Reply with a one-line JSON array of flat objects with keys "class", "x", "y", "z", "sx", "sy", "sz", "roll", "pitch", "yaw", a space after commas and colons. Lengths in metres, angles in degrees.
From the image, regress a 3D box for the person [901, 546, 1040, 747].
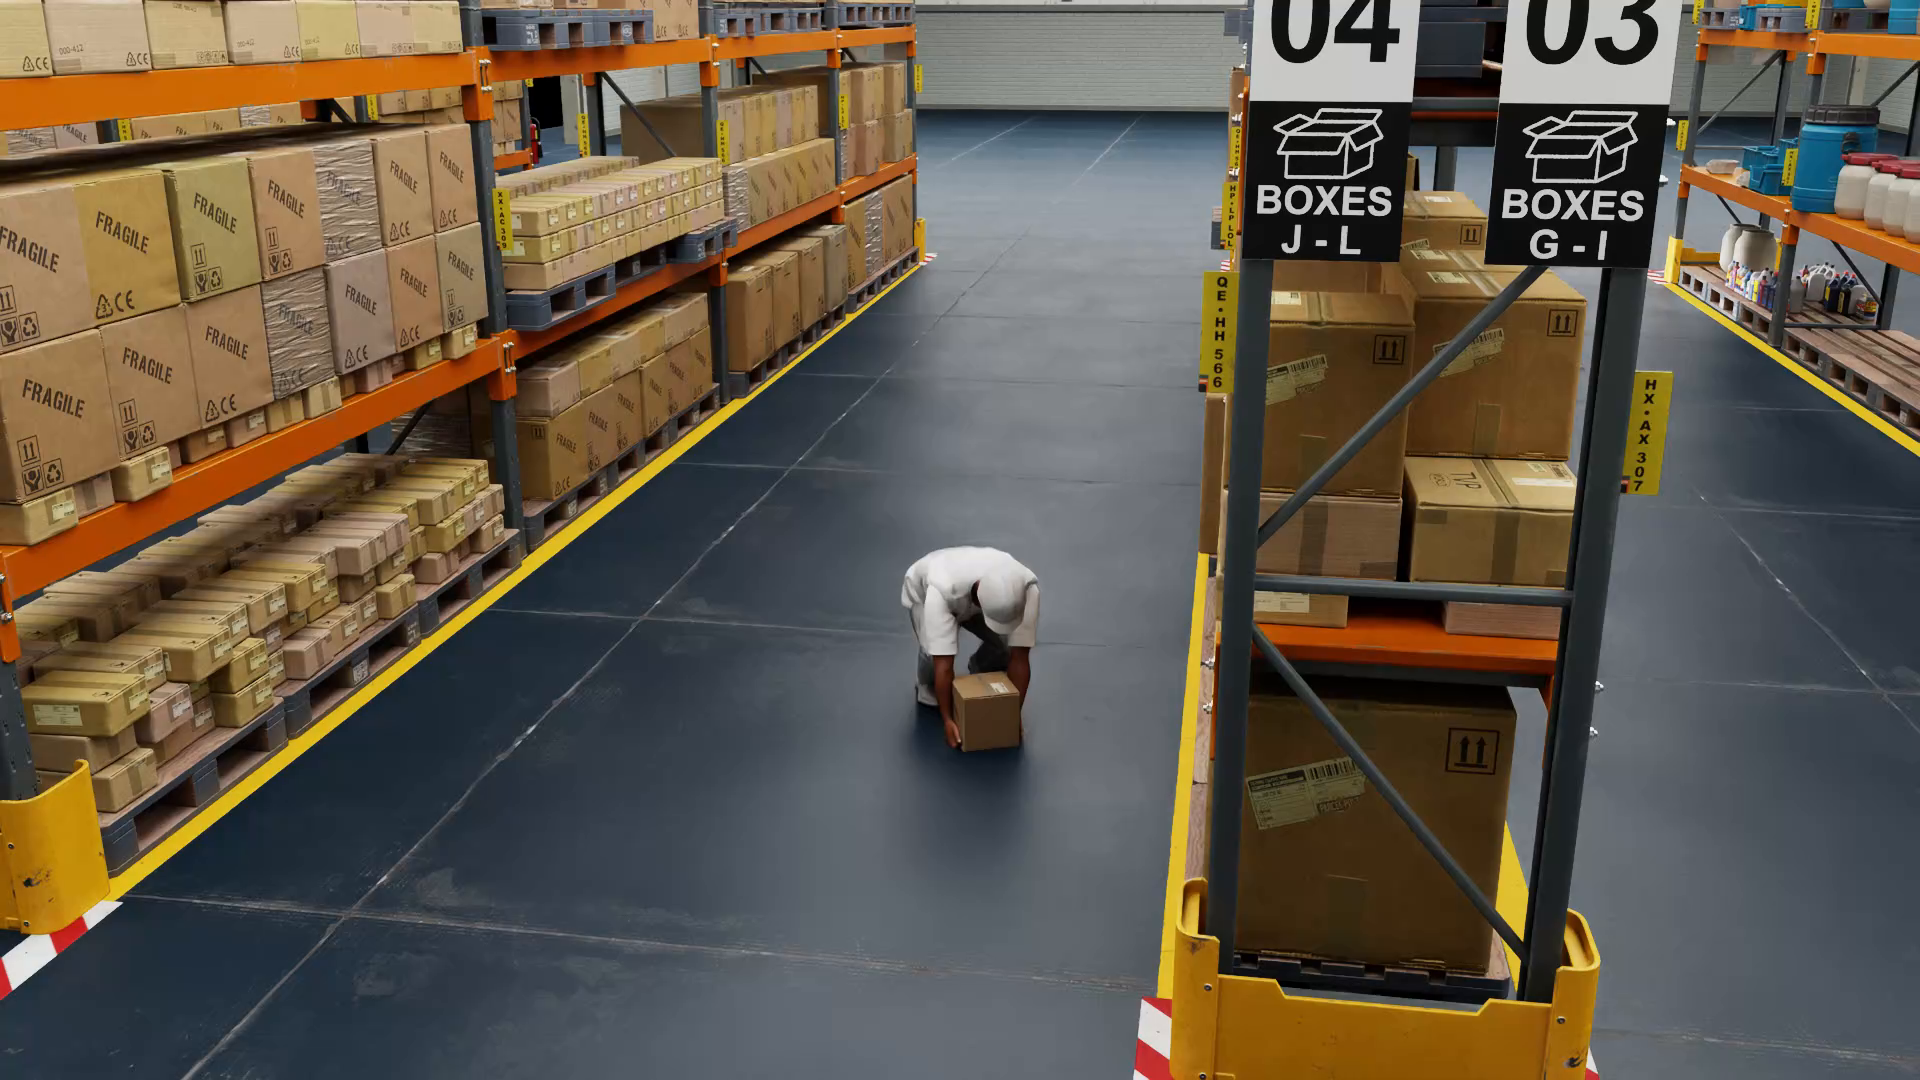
[{"class": "person", "x": 0.062, "y": 0.416, "z": 7.414, "sx": 0.532, "sy": 0.859, "sz": 0.946, "roll": -5, "pitch": 18, "yaw": -16}]
